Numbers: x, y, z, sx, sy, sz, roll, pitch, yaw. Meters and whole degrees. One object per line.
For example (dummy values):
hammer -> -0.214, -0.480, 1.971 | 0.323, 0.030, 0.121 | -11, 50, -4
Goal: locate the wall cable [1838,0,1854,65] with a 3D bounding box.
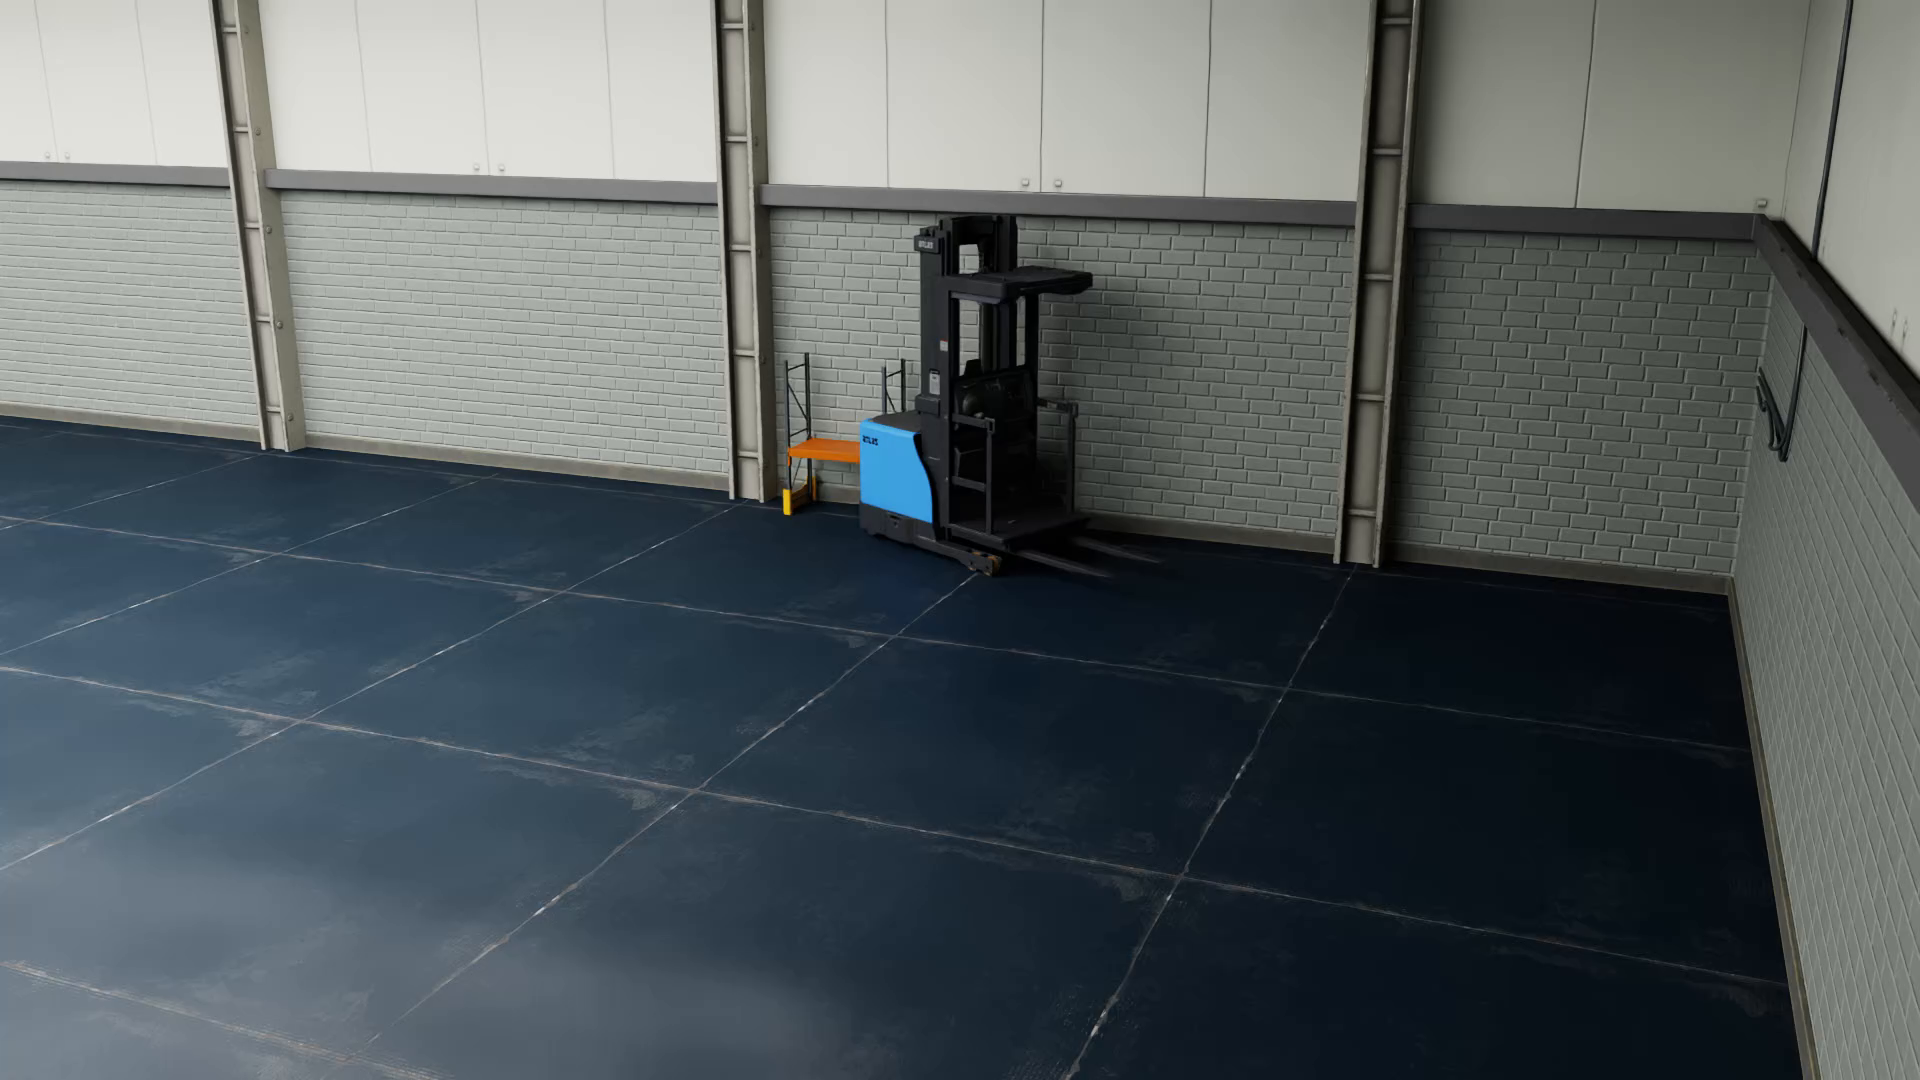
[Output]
wall cable -> 4.771, -3.729, 8.464 | 0.112, 2.526, 3.097 | 6, 17, 21

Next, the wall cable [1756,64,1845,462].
wall cable -> 5.764, -2.005, 11.585 | 0.112, 2.526, 3.097 | 6, 17, 21

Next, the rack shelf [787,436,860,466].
rack shelf -> -1.097, -0.818, 16.022 | 1.000, 0.185, 0.538 | 6, 17, 20

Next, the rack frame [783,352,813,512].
rack frame -> -1.571, -1.042, 16.148 | 0.032, 1.500, 0.500 | 6, 17, 20

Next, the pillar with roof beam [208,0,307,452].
pillar with roof beam -> -9.234, -4.251, 13.754 | 0.400, 9.000, 9.100 | 6, 17, 21

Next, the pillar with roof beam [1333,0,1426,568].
pillar with roof beam -> 1.929, -3.024, 9.526 | 0.400, 9.000, 9.100 | 6, 17, 21

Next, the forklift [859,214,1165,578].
forklift -> 0.437, -1.262, 14.341 | 1.130, 2.935, 3.031 | -14, 22, -41

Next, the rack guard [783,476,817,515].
rack guard -> -1.570, -0.441, 16.322 | 0.087, 0.250, 0.587 | 6, 17, 20

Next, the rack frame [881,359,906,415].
rack frame -> -0.623, -0.939, 15.796 | 0.032, 1.500, 0.500 | 6, 17, 20

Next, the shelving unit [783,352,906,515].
shelving unit -> -1.105, -0.991, 15.975 | 1.083, 1.500, 0.587 | 6, 17, 20

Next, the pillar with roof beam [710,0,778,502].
pillar with roof beam -> -3.652, -3.638, 11.640 | 0.400, 9.000, 9.100 | 6, 17, 21
